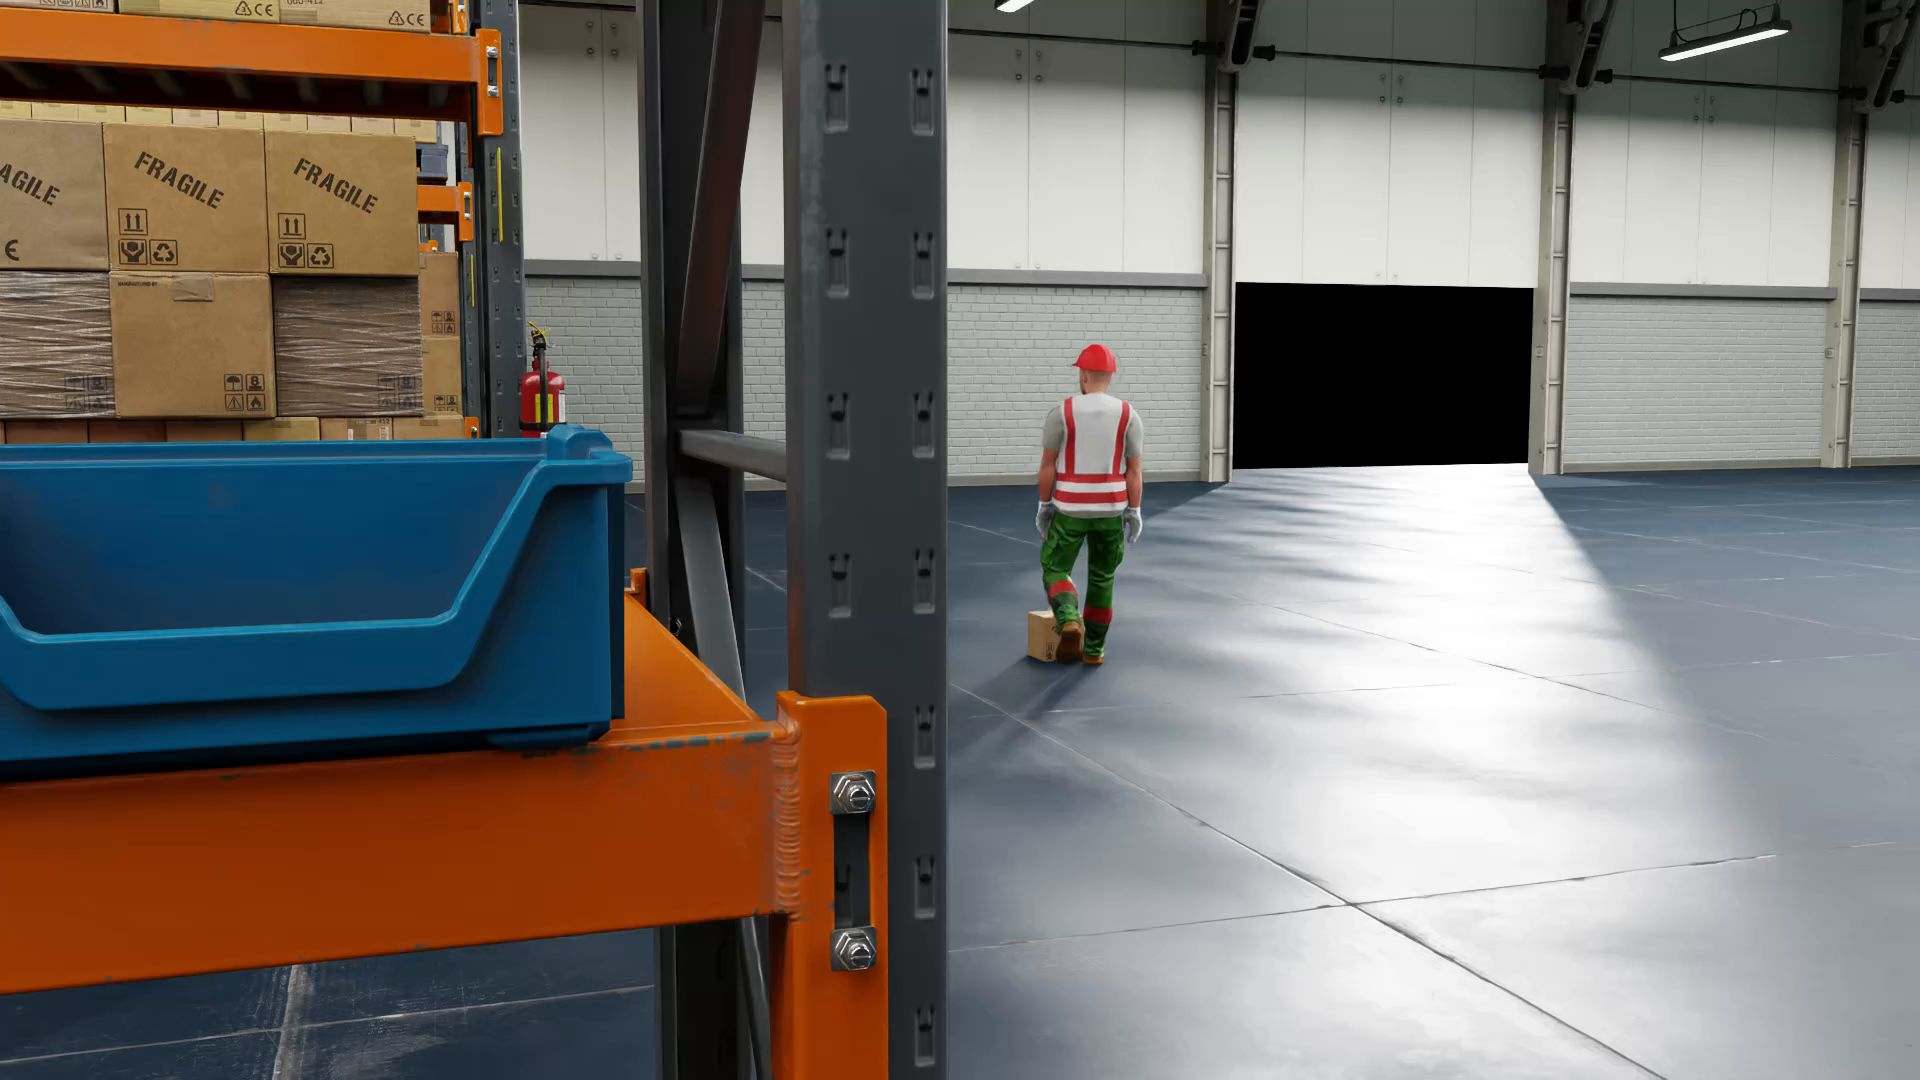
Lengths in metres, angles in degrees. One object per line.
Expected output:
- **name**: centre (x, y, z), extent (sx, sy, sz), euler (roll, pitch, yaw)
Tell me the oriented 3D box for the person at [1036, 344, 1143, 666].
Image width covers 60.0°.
- **person**: centre (0.690, -0.166, 8.970), extent (0.579, 1.765, 0.849), euler (0, 6, -5)
